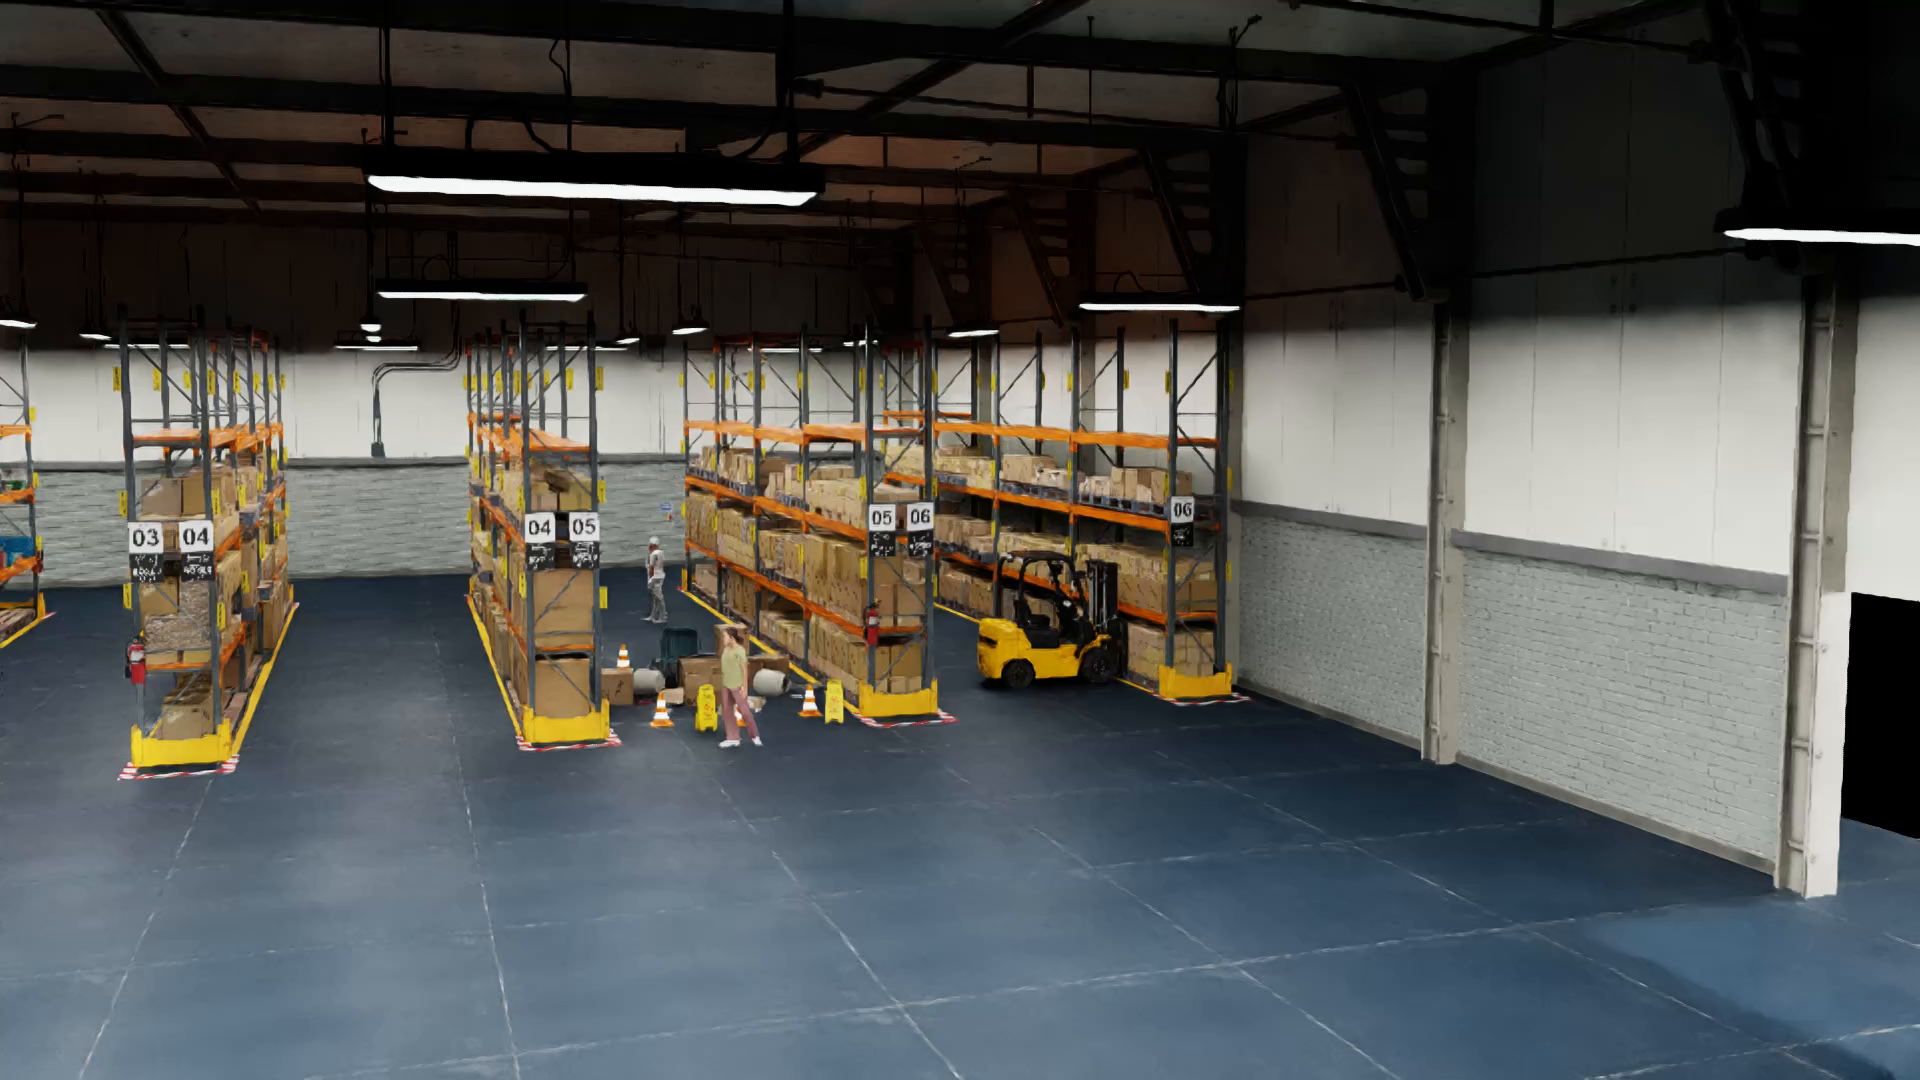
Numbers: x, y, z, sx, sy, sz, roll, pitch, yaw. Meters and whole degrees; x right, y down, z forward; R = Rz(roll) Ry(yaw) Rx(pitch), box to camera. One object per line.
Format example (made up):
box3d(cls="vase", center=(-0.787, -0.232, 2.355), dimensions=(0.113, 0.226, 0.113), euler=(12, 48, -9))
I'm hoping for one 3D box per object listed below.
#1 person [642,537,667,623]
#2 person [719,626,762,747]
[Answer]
box3d(cls="person", center=(-6.379, 0.814, 34.656), dimensions=(0.590, 1.783, 0.665), euler=(0, 5, 3))
box3d(cls="person", center=(-3.062, 2.022, 22.951), dimensions=(0.516, 1.636, 0.543), euler=(5, 7, 43))
